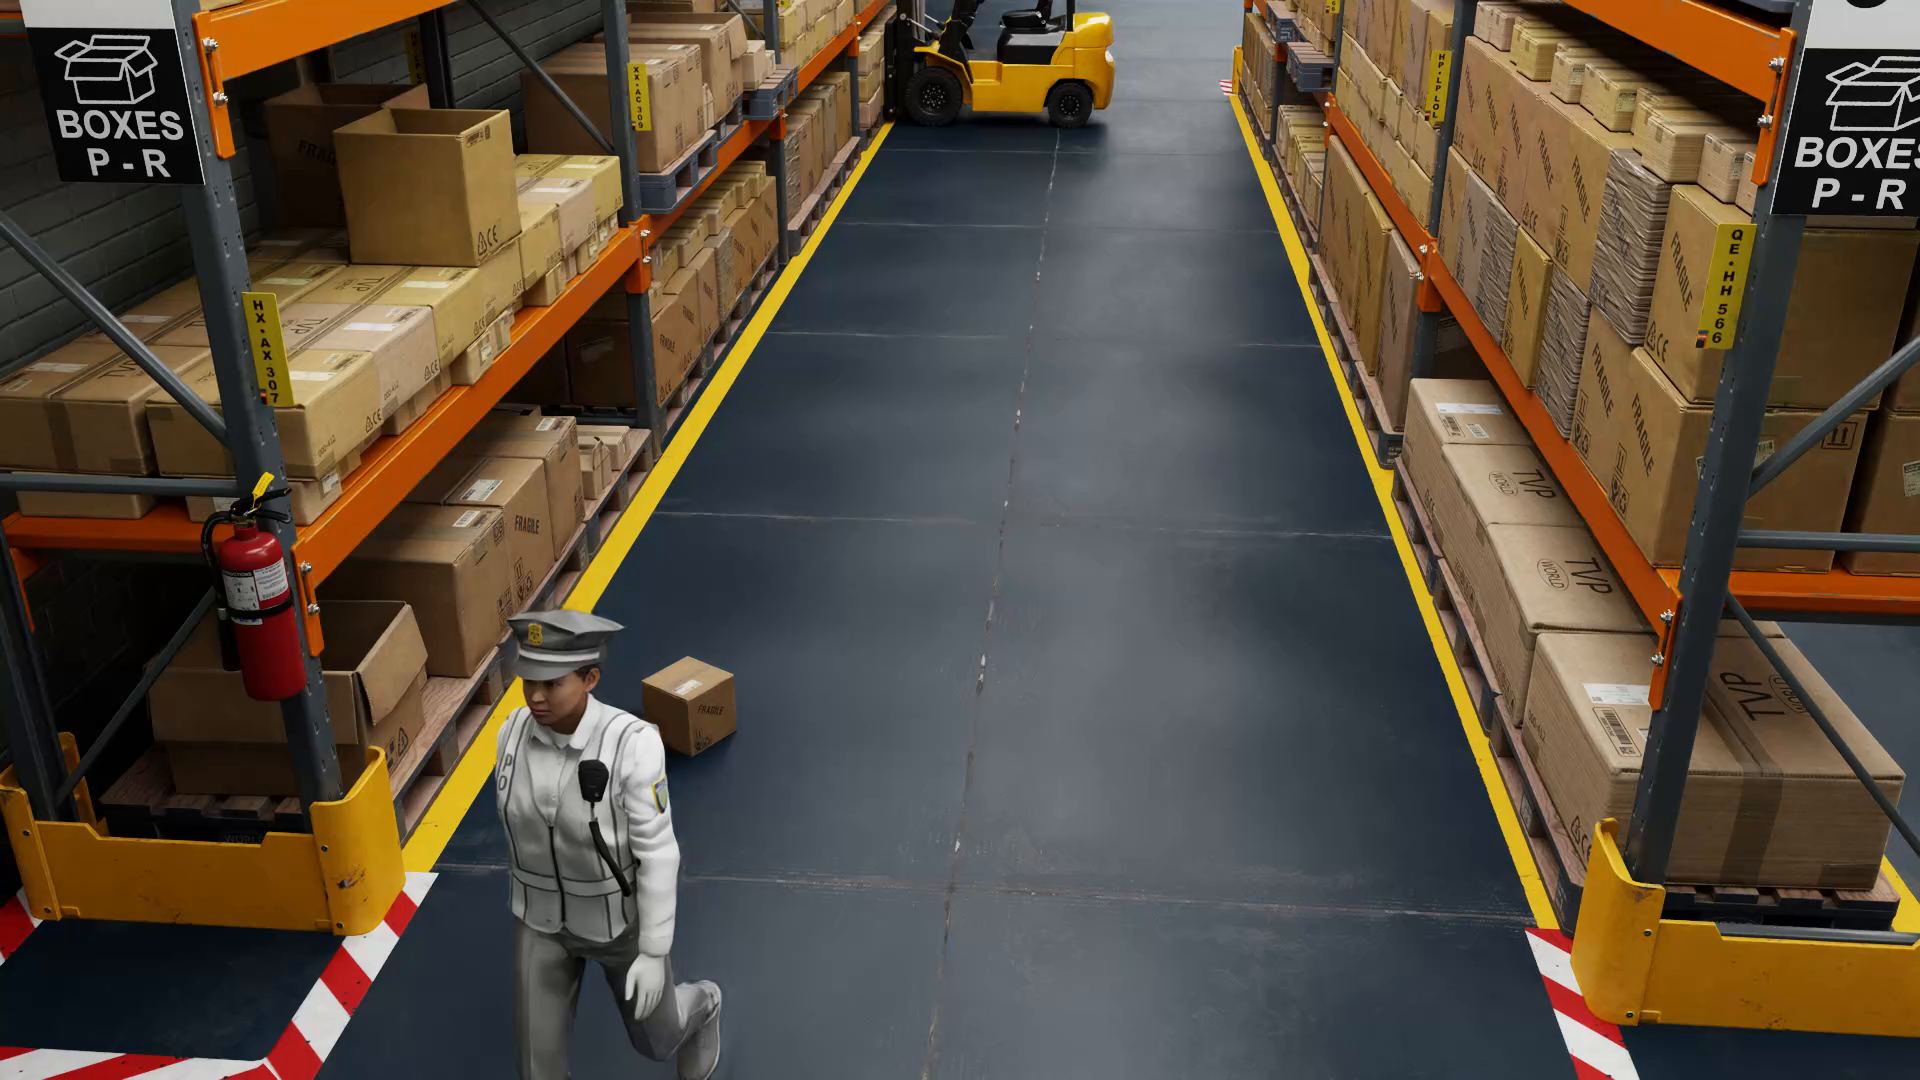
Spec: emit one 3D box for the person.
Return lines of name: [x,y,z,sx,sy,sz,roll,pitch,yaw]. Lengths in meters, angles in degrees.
person: [-0.886,0.891,4.098,0.484,1.647,0.872,5,25,10]
